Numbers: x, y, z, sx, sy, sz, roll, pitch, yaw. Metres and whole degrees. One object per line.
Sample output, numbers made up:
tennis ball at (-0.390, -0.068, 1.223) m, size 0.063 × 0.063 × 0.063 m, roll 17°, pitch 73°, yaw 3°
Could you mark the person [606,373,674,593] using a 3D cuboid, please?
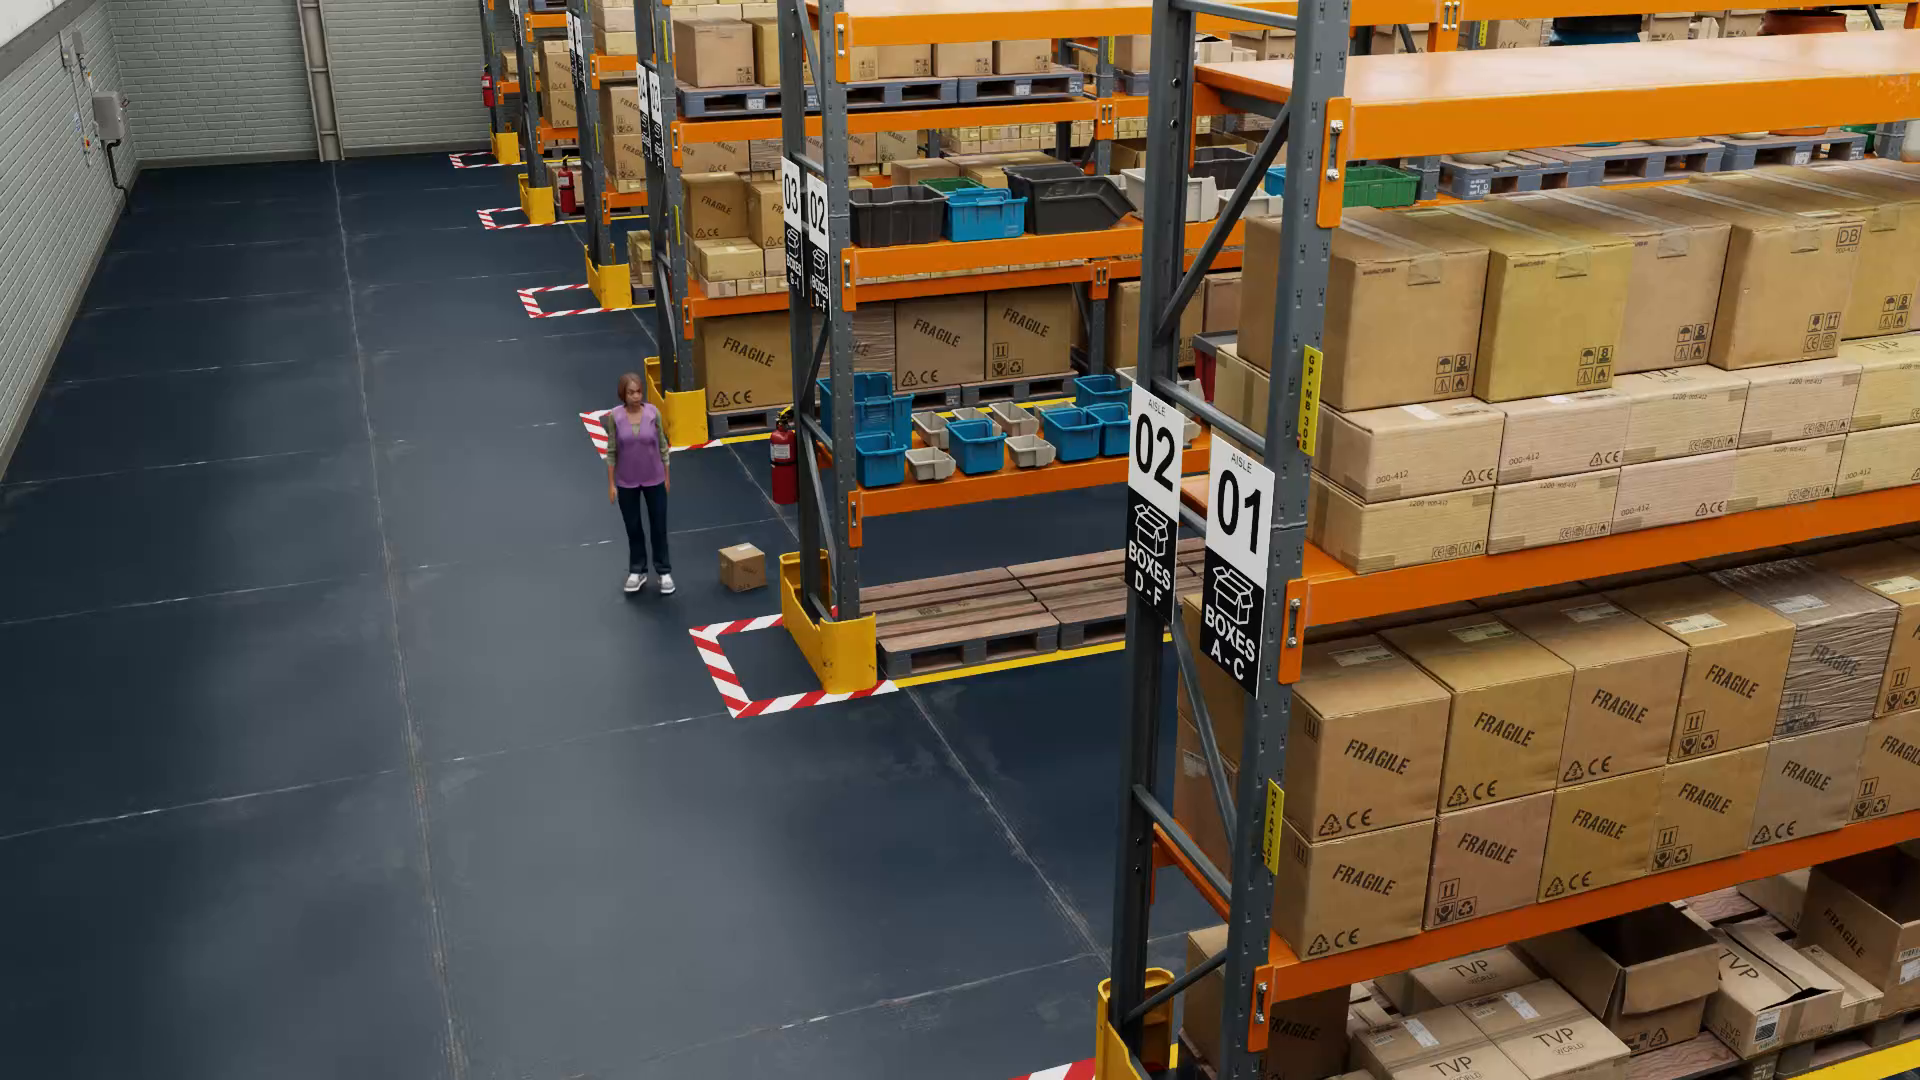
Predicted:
person at (-2.253, -0.395, 11.697) m, size 0.443 × 1.603 × 0.341 m, roll -5°, pitch 23°, yaw -11°
